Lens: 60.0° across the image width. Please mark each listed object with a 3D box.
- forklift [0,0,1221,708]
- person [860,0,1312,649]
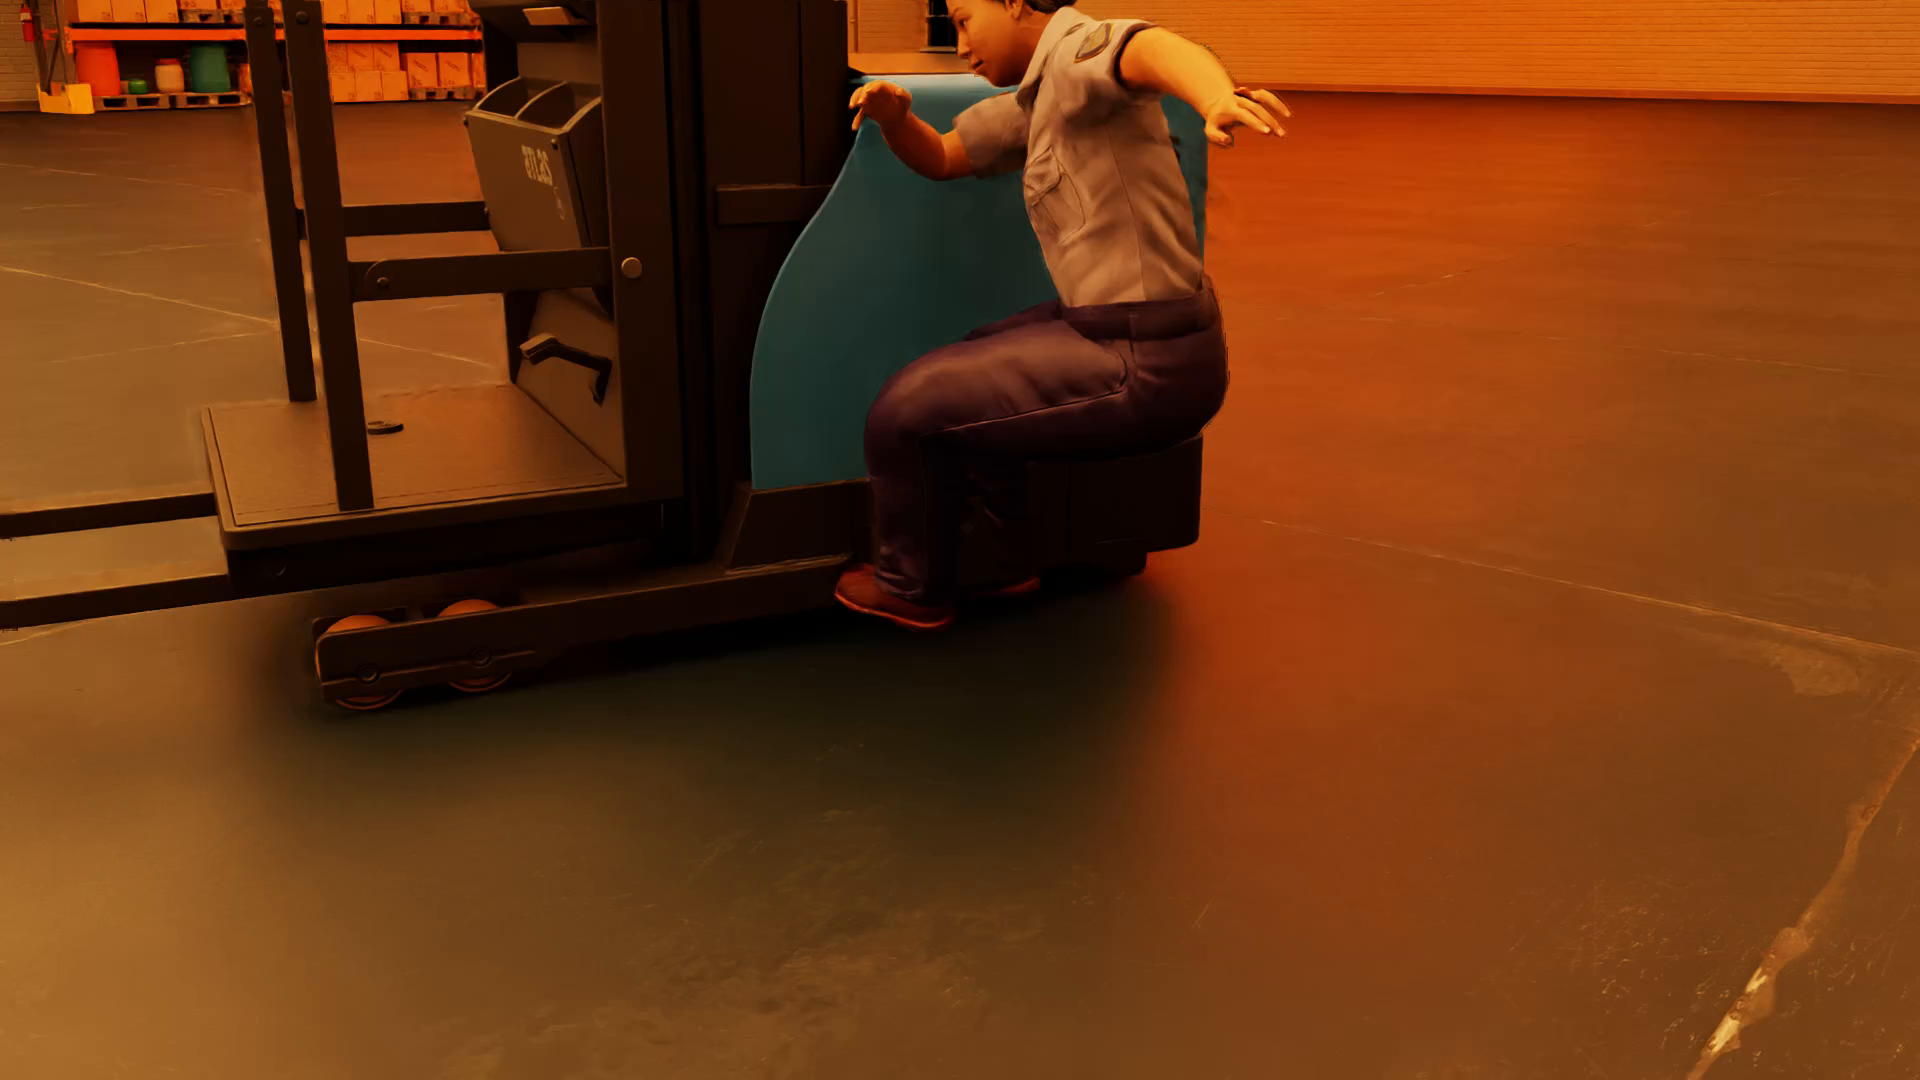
[{"bbox_3d":[-1.000,-1.278,3.108,3.031,2.935,1.130,-8,19,-24],"label":"forklift"},{"bbox_3d":[0.158,-0.330,2.820,0.683,1.340,1.331,0,17,1],"label":"person"}]
